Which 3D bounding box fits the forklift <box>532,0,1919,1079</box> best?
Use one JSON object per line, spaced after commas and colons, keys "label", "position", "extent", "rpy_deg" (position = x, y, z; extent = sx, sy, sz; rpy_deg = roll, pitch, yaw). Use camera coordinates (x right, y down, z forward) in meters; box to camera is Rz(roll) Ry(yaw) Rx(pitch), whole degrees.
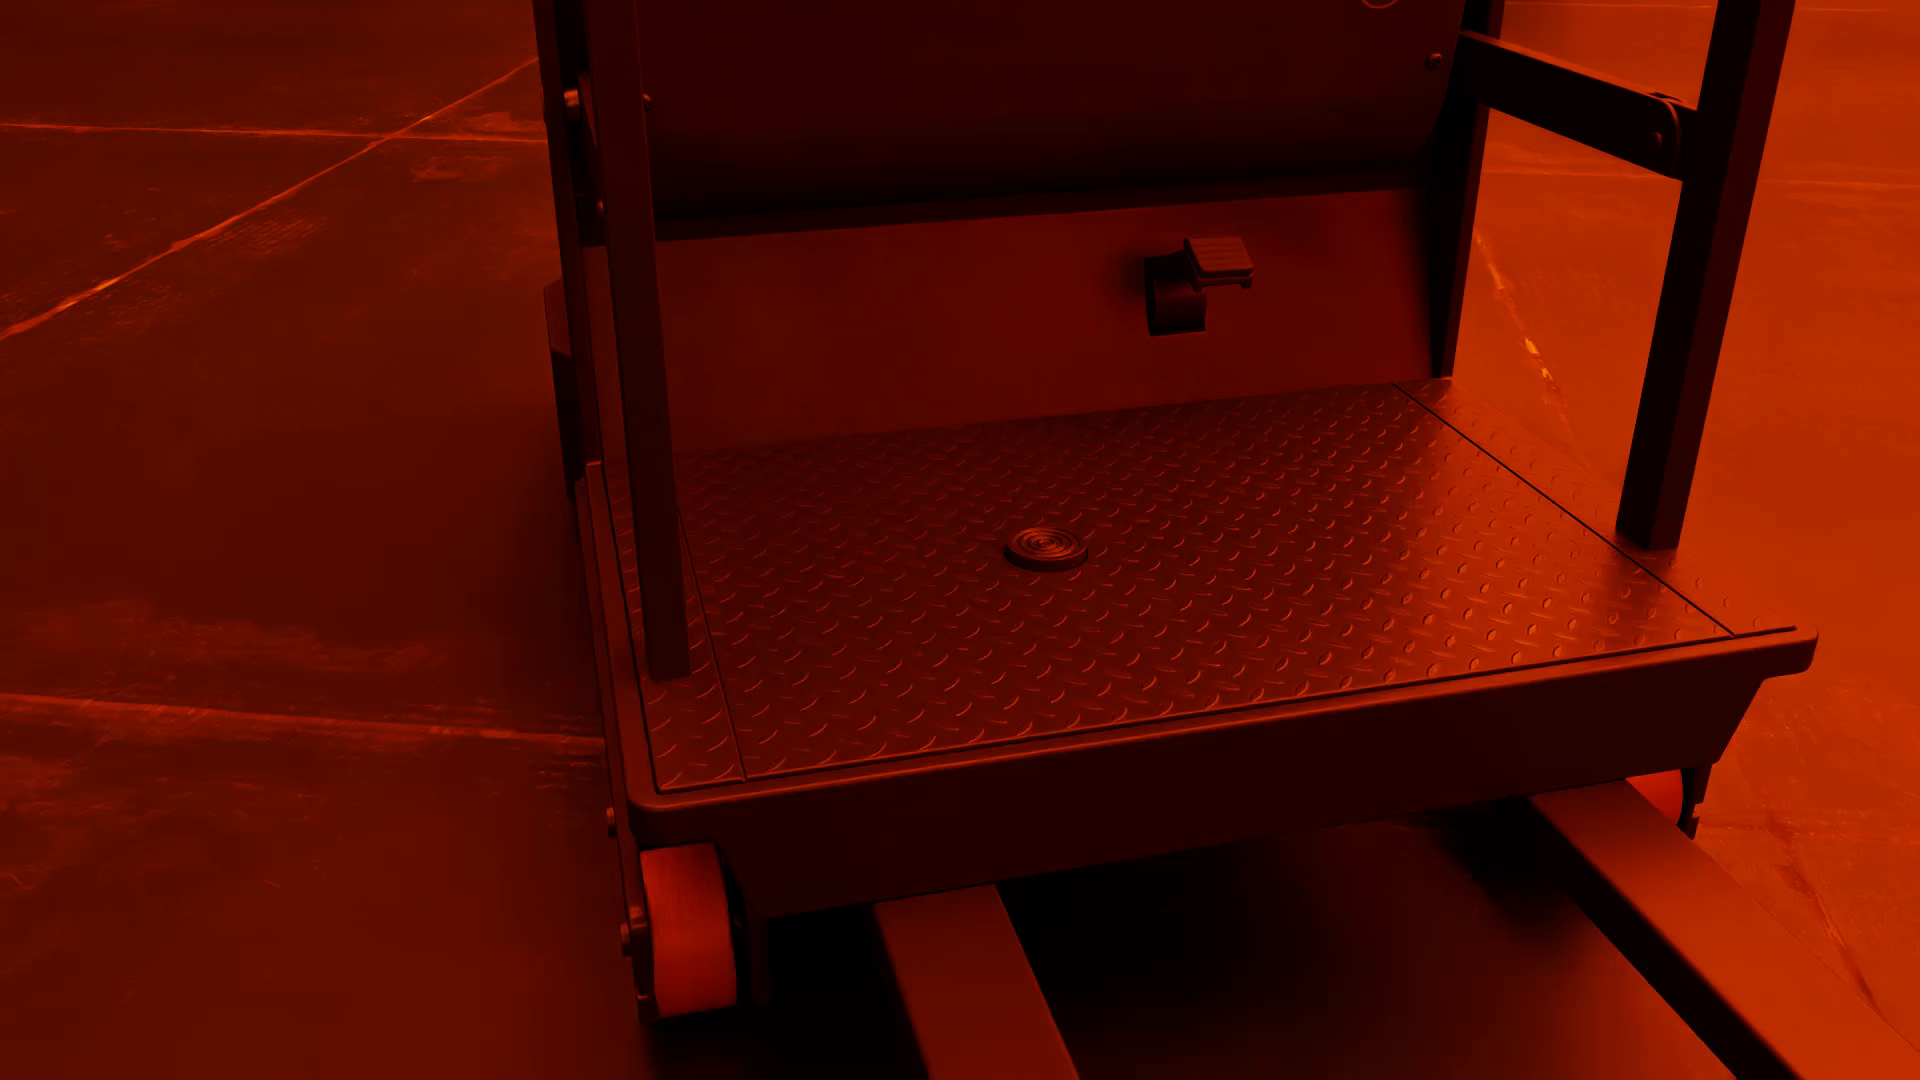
{"label": "forklift", "position": [0.153, -1.049, 1.319], "extent": [1.130, 2.935, 3.031], "rpy_deg": [-7, 27, -13]}
